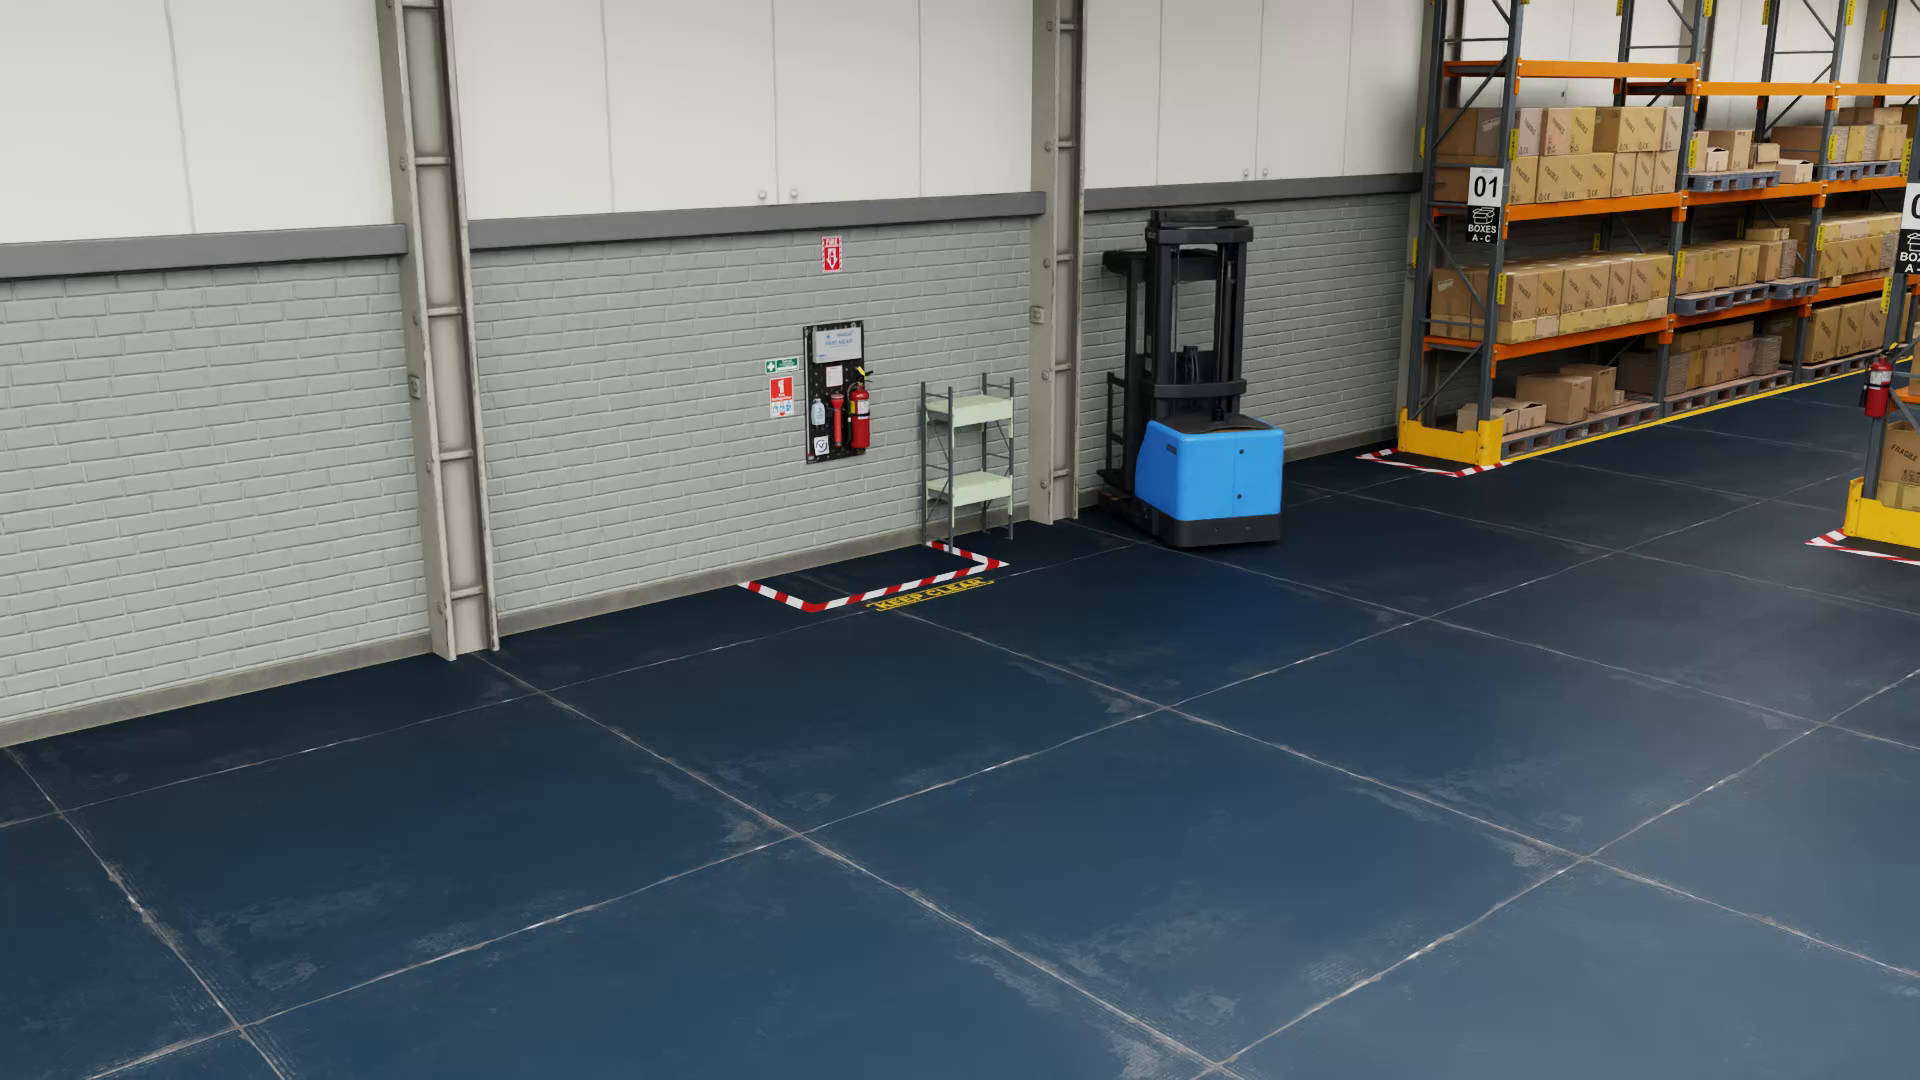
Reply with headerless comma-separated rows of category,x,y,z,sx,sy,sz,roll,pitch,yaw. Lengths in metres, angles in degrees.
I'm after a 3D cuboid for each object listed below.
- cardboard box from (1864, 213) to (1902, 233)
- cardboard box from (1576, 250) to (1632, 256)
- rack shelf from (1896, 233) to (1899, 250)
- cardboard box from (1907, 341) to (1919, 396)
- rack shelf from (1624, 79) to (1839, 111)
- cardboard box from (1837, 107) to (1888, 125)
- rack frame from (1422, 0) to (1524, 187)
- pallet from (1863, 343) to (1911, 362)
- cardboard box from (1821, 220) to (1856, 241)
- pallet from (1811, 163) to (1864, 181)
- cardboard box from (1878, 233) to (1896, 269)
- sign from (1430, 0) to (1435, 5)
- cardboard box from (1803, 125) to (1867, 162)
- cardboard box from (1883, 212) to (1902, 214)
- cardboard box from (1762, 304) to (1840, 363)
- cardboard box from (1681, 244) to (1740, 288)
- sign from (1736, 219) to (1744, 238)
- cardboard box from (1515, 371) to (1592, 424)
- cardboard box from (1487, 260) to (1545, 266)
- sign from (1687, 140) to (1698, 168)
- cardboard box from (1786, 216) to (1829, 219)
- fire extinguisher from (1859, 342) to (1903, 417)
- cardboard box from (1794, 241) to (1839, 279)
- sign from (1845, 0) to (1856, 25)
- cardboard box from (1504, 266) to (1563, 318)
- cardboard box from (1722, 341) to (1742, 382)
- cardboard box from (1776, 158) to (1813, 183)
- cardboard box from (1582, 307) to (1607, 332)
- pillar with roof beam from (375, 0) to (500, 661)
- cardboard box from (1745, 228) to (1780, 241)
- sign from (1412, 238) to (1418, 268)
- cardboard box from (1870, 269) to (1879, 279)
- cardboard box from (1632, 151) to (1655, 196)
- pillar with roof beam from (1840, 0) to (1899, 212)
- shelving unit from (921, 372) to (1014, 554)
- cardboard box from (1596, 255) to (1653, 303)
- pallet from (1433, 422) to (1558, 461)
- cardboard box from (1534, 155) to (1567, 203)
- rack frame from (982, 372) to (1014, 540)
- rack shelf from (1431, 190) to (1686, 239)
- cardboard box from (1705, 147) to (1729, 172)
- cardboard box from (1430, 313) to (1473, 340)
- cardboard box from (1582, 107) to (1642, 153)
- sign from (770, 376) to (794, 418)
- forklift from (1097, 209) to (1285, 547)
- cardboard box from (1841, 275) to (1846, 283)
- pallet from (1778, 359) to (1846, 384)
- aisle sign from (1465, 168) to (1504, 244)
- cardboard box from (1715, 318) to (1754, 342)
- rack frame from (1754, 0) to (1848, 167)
cardboard box,13.935,-4.769,25.031,0.500,0.250,0.500,-12,19,-38
cardboard box,7.985,-3.324,20.682,0.500,0.500,0.500,-13,20,-41
rack shelf,10.222,-2.863,15.737,4.000,0.370,1.077,-13,19,-39
cardboard box,9.074,-1.547,15.037,0.500,0.500,0.700,-13,19,-39
rack shelf,9.985,-5.760,21.547,4.000,0.370,1.077,-13,19,-39
cardboard box,13.355,-6.272,24.605,0.500,0.250,0.500,-13,20,-41
rack frame,5.459,-5.285,17.597,0.127,3.000,1.000,-13,19,-39
pallet,13.979,-2.927,25.797,1.213,0.211,1.003,-13,19,-39
cardboard box,12.411,-4.423,23.736,0.500,0.250,0.500,-13,20,-40
pallet,11.945,-5.219,23.529,1.003,0.211,1.213,-12,19,-37
cardboard box,13.566,-4.322,24.808,0.500,0.500,0.500,-13,19,-39
sign,5.110,-5.924,17.874,0.005,0.325,0.100,-13,19,-39
cardboard box,12.613,-5.736,24.053,0.500,0.500,0.700,-11,19,-37
cardboard box,14.327,-4.854,25.348,0.500,0.250,0.500,-12,19,-38
cardboard box,12.135,-3.005,24.039,0.750,0.750,0.750,-13,20,-40
cardboard box,9.785,-3.615,21.926,0.500,0.500,0.700,-10,18,-32
sign,11.127,-4.408,23.698,0.005,0.325,0.100,-13,19,-39
cardboard box,7.056,-1.702,19.801,0.500,0.500,0.700,-14,21,-43
cardboard box,6.448,-2.979,19.388,0.500,0.500,0.500,-13,20,-41
sign,8.838,-4.659,20.064,0.005,0.325,0.100,-13,19,-39
cardboard box,12.448,-4.606,24.420,0.500,0.250,0.500,-13,20,-41
fire extinguisher,8.319,-1.456,15.037,0.183,0.674,0.296,-13,19,-39
cardboard box,12.028,-3.976,23.513,0.500,0.500,0.500,-12,19,-38
sign,11.858,-7.025,22.151,0.005,0.325,0.100,-13,19,-39
cardboard box,6.396,-2.790,18.681,0.500,0.500,0.500,-13,19,-39
cardboard box,10.164,-2.460,22.638,0.500,0.500,0.700,-13,20,-40
cardboard box,11.128,-4.983,22.413,0.500,0.311,0.500,-13,19,-39
cardboard box,7.189,-2.605,19.444,0.500,0.250,0.500,-12,19,-39
pillar with roof beam,-0.807,-2.701,7.923,0.400,9.000,9.100,-13,19,-39
cardboard box,11.020,-4.194,22.836,0.380,0.149,0.250,12,19,38
sign,5.110,-3.210,18.598,0.005,0.325,0.100,-13,19,-39
cardboard box,13.455,-3.988,24.817,0.250,0.149,0.380,-13,20,-41
cardboard box,7.868,-4.354,19.694,0.500,0.500,0.500,14,20,42
pillar with roof beam,17.298,-6.766,23.144,0.400,9.000,9.100,-13,19,-39
shelving unit,0.070,-0.702,14.973,0.755,1.500,0.431,-13,20,-40
cardboard box,7.950,-3.137,19.982,0.500,0.500,0.500,-13,20,-40
pallet,6.152,-1.183,19.269,1.213,0.211,1.003,-13,19,-39
cardboard box,6.304,-3.985,18.313,0.500,0.500,0.500,-11,19,-36
rack frame,0.345,-0.765,15.207,0.023,1.500,0.400,-13,20,-40
rack shelf,6.968,-3.827,19.345,4.000,0.370,1.077,-13,19,-39
cardboard box,9.406,-4.854,21.157,0.500,0.311,0.500,-12,19,-38
cardboard box,5.684,-2.440,18.826,0.500,0.250,0.500,-12,19,-39
cardboard box,7.483,-4.731,19.167,0.500,0.500,0.500,-14,20,-41
sign,-1.481,-1.189,13.821,0.234,0.329,0.001,-13,19,-39
forklift,2.004,-1.689,15.892,1.130,2.935,3.031,-4,16,-16
cardboard box,12.645,-3.822,24.195,0.250,0.149,0.380,-12,19,-38
pallet,12.138,-2.513,24.250,1.213,0.211,1.003,-13,19,-39
aisle sign,5.602,-3.572,17.772,0.004,0.787,0.394,-13,19,-39
cardboard box,10.514,-2.892,22.804,0.500,0.250,0.500,-12,19,-38
rack frame,11.494,-6.640,22.671,0.127,3.000,1.000,-13,19,-39
